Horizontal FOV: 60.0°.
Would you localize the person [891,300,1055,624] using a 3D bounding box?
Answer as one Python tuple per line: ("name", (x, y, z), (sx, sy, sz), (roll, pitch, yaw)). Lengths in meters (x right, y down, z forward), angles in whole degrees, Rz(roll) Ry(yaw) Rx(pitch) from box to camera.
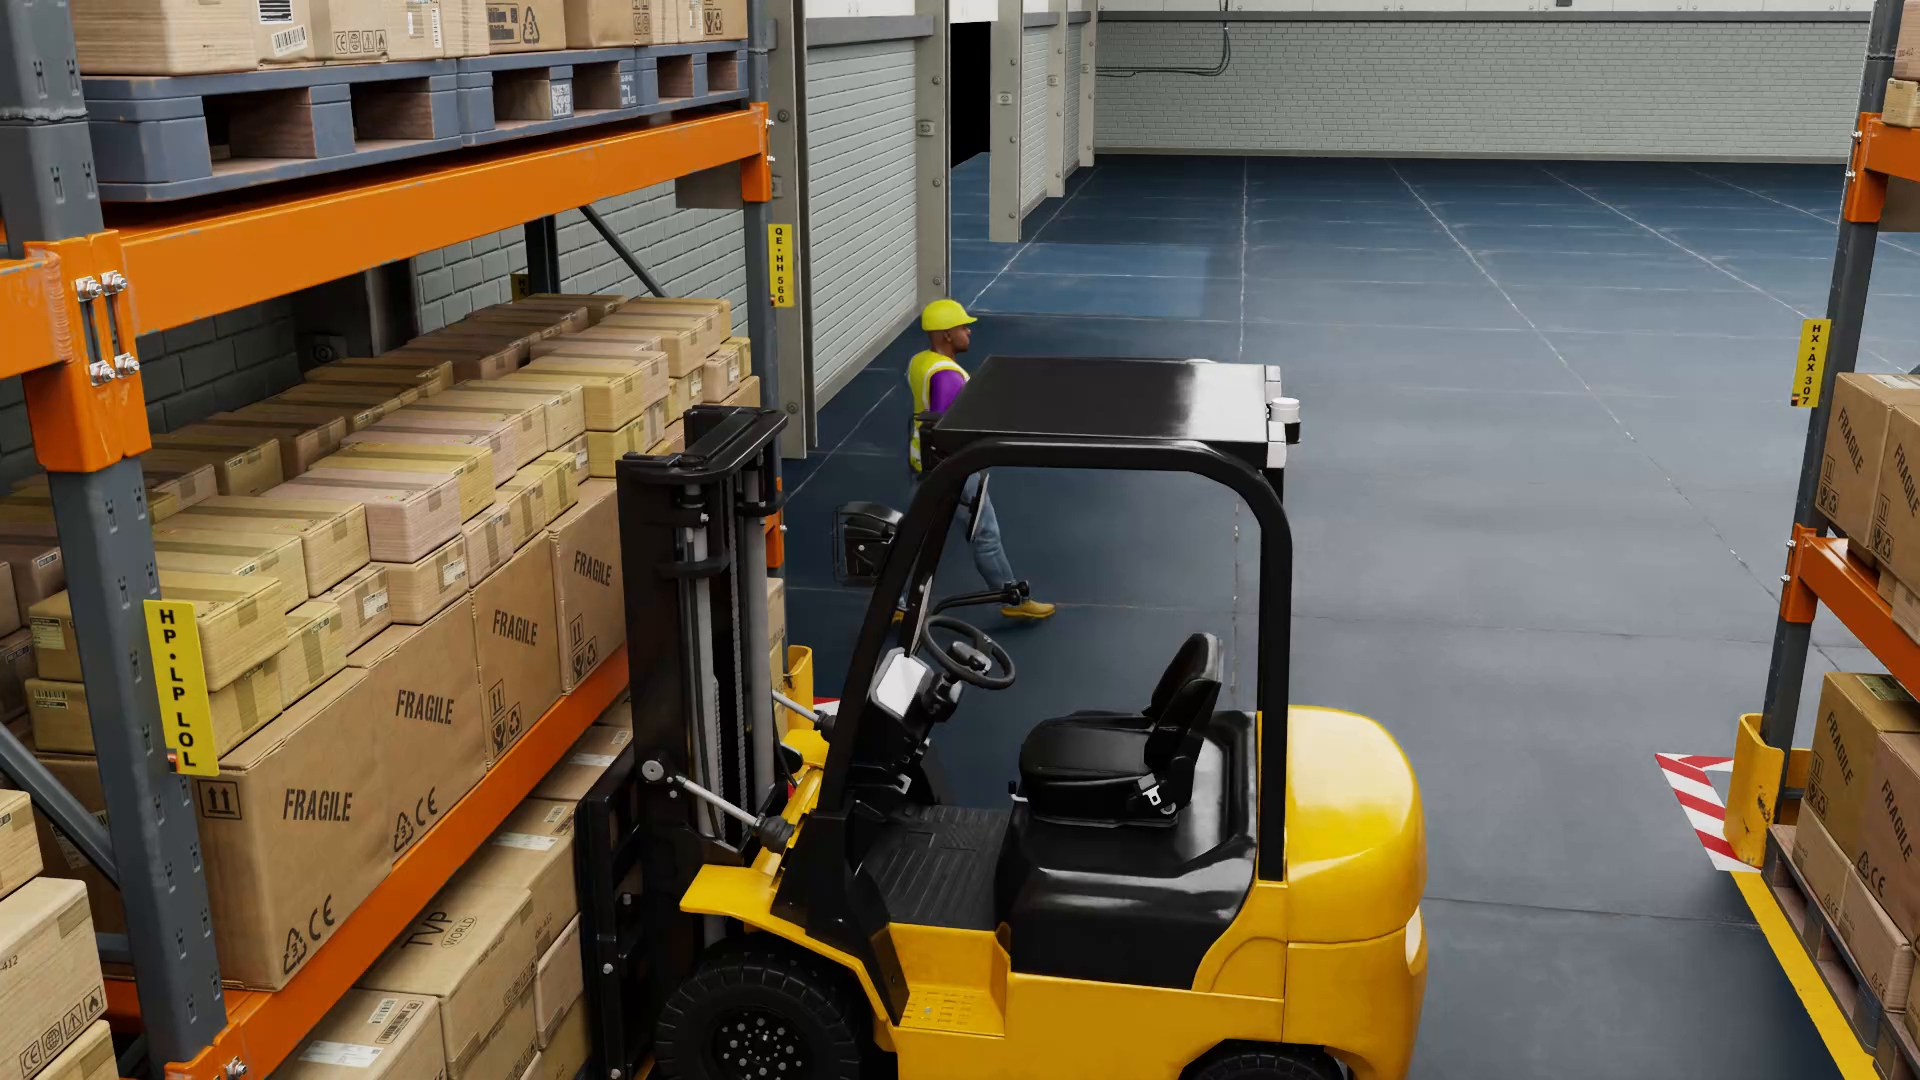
("person", (0.011, -0.409, 8.734), (0.979, 1.722, 0.583), (-7, 19, -20))
